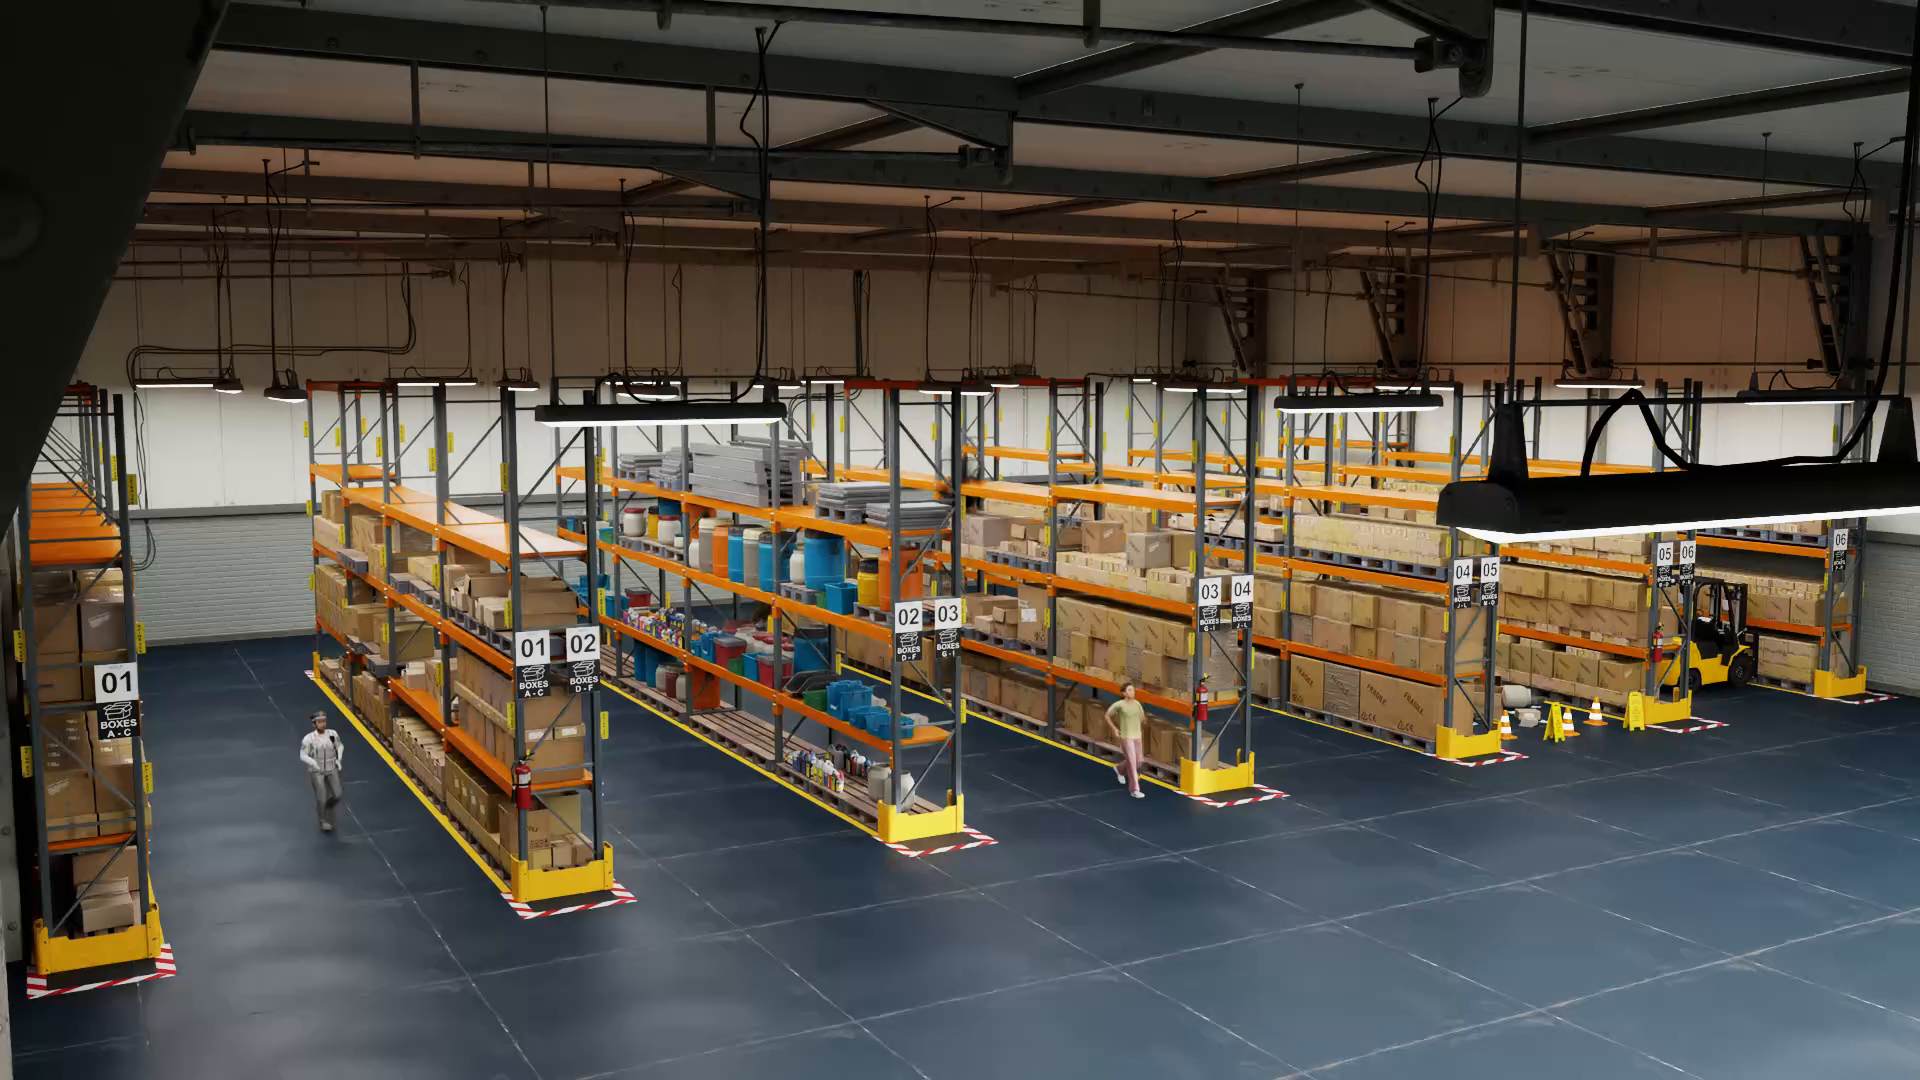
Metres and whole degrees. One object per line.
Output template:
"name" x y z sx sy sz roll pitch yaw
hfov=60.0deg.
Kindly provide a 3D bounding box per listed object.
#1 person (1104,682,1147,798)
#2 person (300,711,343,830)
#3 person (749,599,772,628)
"person" 2.489 2.916 24.419 0.621 1.646 0.871 -3 7 -28
"person" -8.565 3.118 22.435 0.589 1.653 0.528 -4 7 -35
"person" -4.698 1.298 39.589 0.755 1.715 0.674 -1 6 -9
